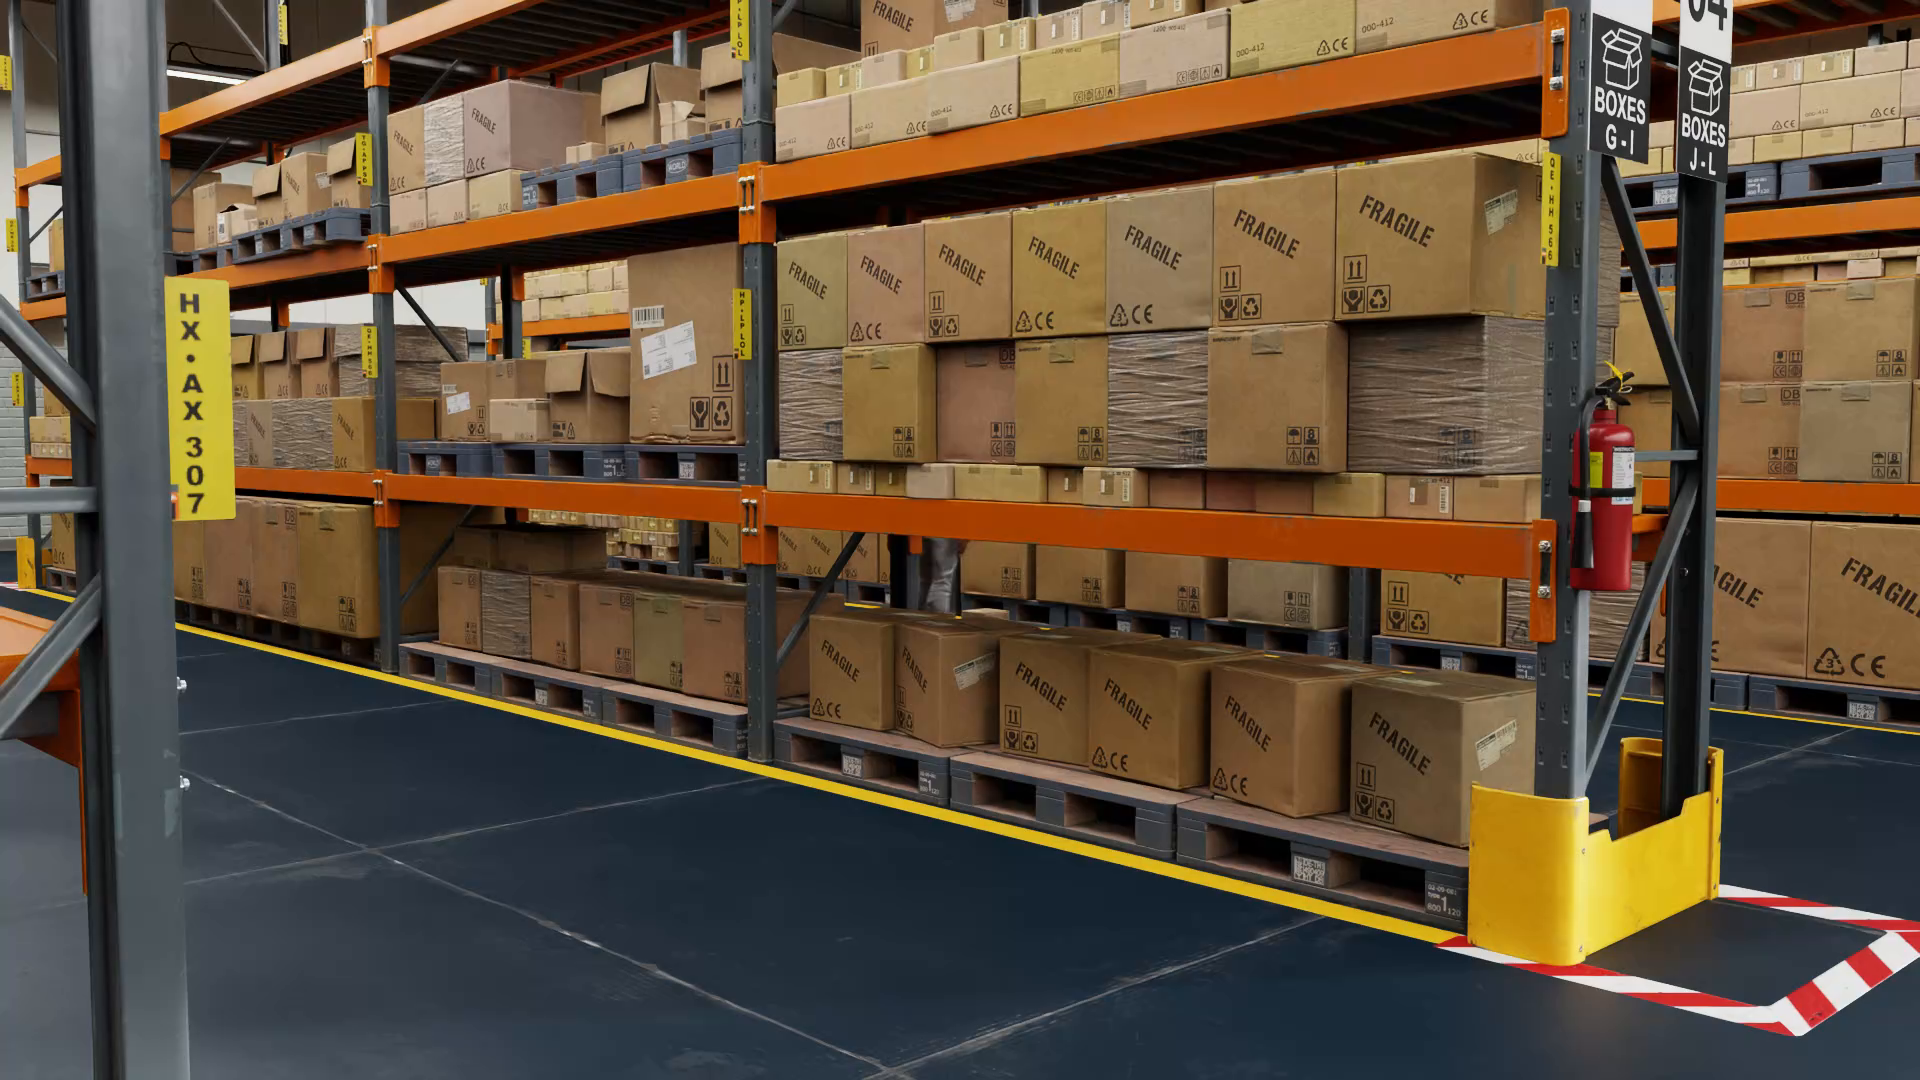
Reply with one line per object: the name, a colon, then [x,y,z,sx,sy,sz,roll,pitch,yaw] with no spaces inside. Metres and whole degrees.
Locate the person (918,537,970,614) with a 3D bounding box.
person: [-0.156,-0.087,11.884,0.384,1.775,0.583,-4,5,-44]
